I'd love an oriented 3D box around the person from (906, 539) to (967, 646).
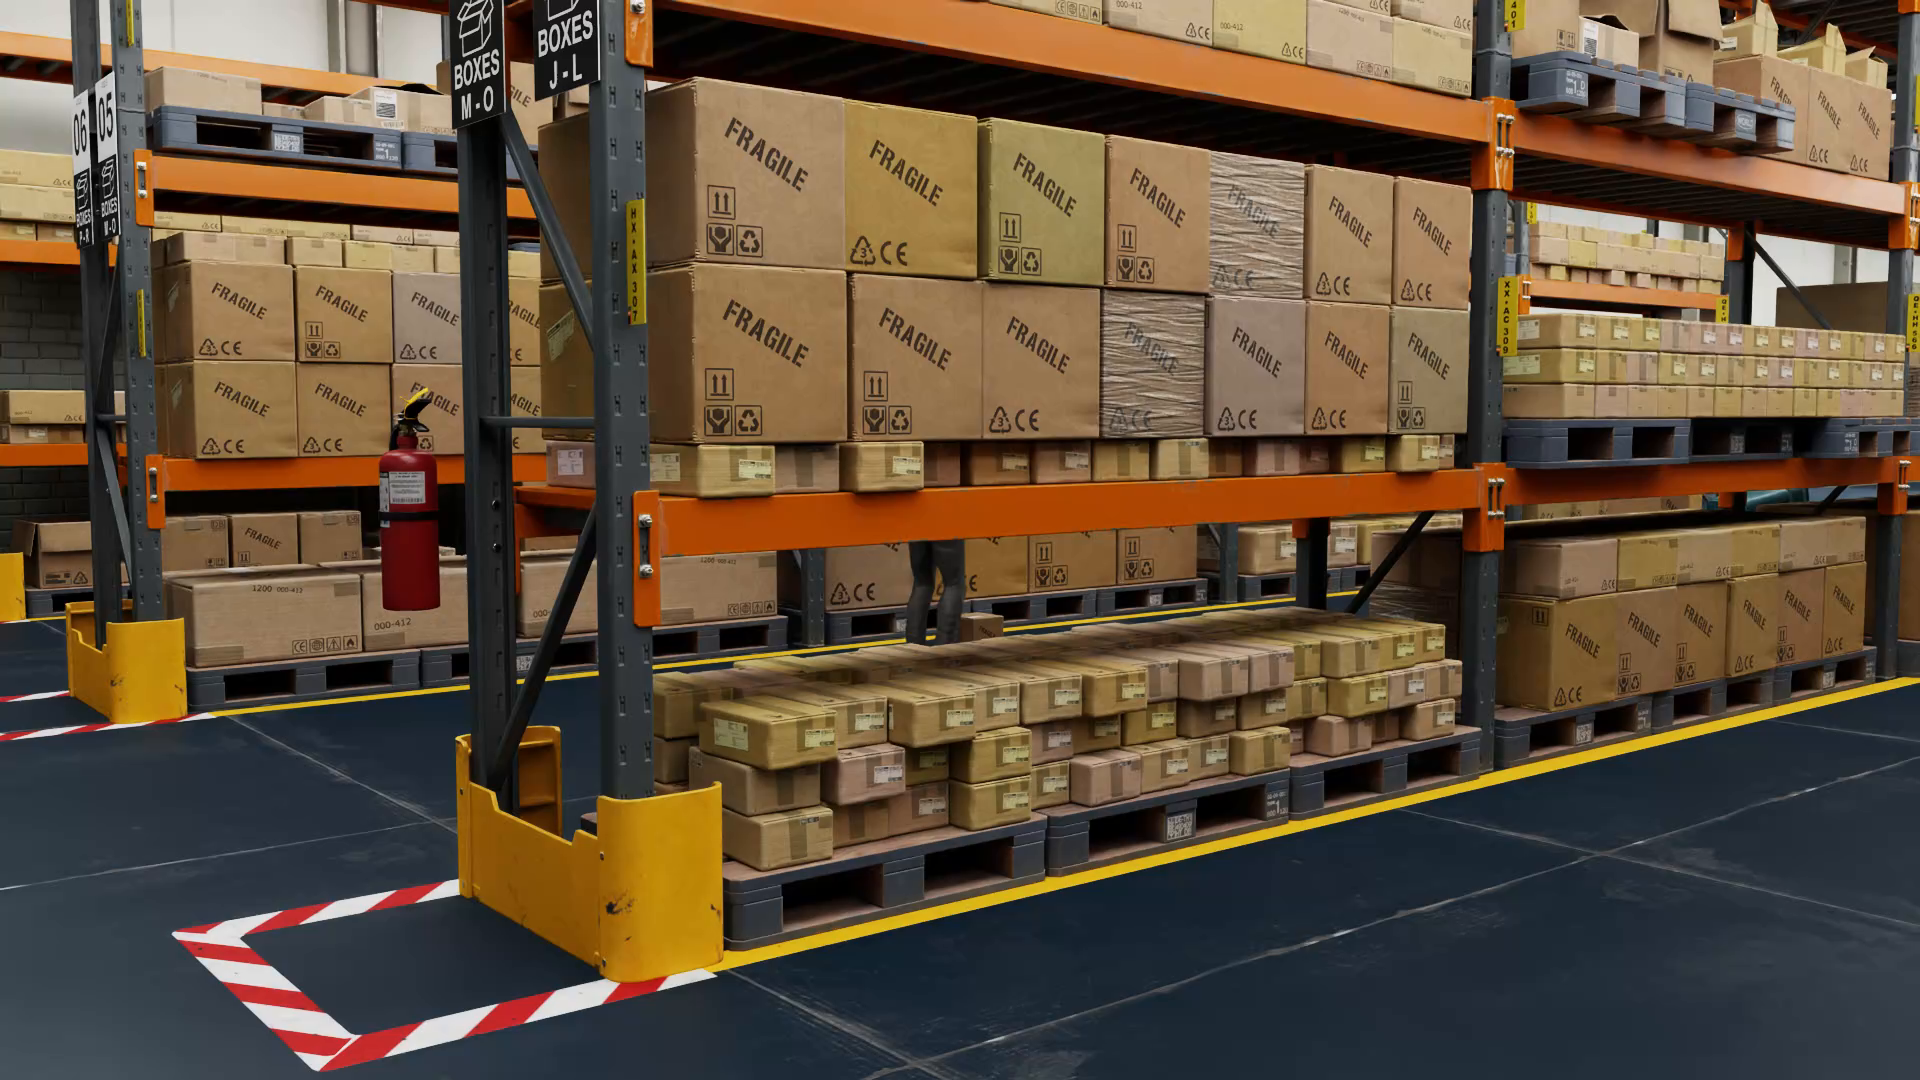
[{"bbox_3d":[-0.165,-0.058,10.216,0.443,1.647,0.315,3,6,38],"label":"person"}]
